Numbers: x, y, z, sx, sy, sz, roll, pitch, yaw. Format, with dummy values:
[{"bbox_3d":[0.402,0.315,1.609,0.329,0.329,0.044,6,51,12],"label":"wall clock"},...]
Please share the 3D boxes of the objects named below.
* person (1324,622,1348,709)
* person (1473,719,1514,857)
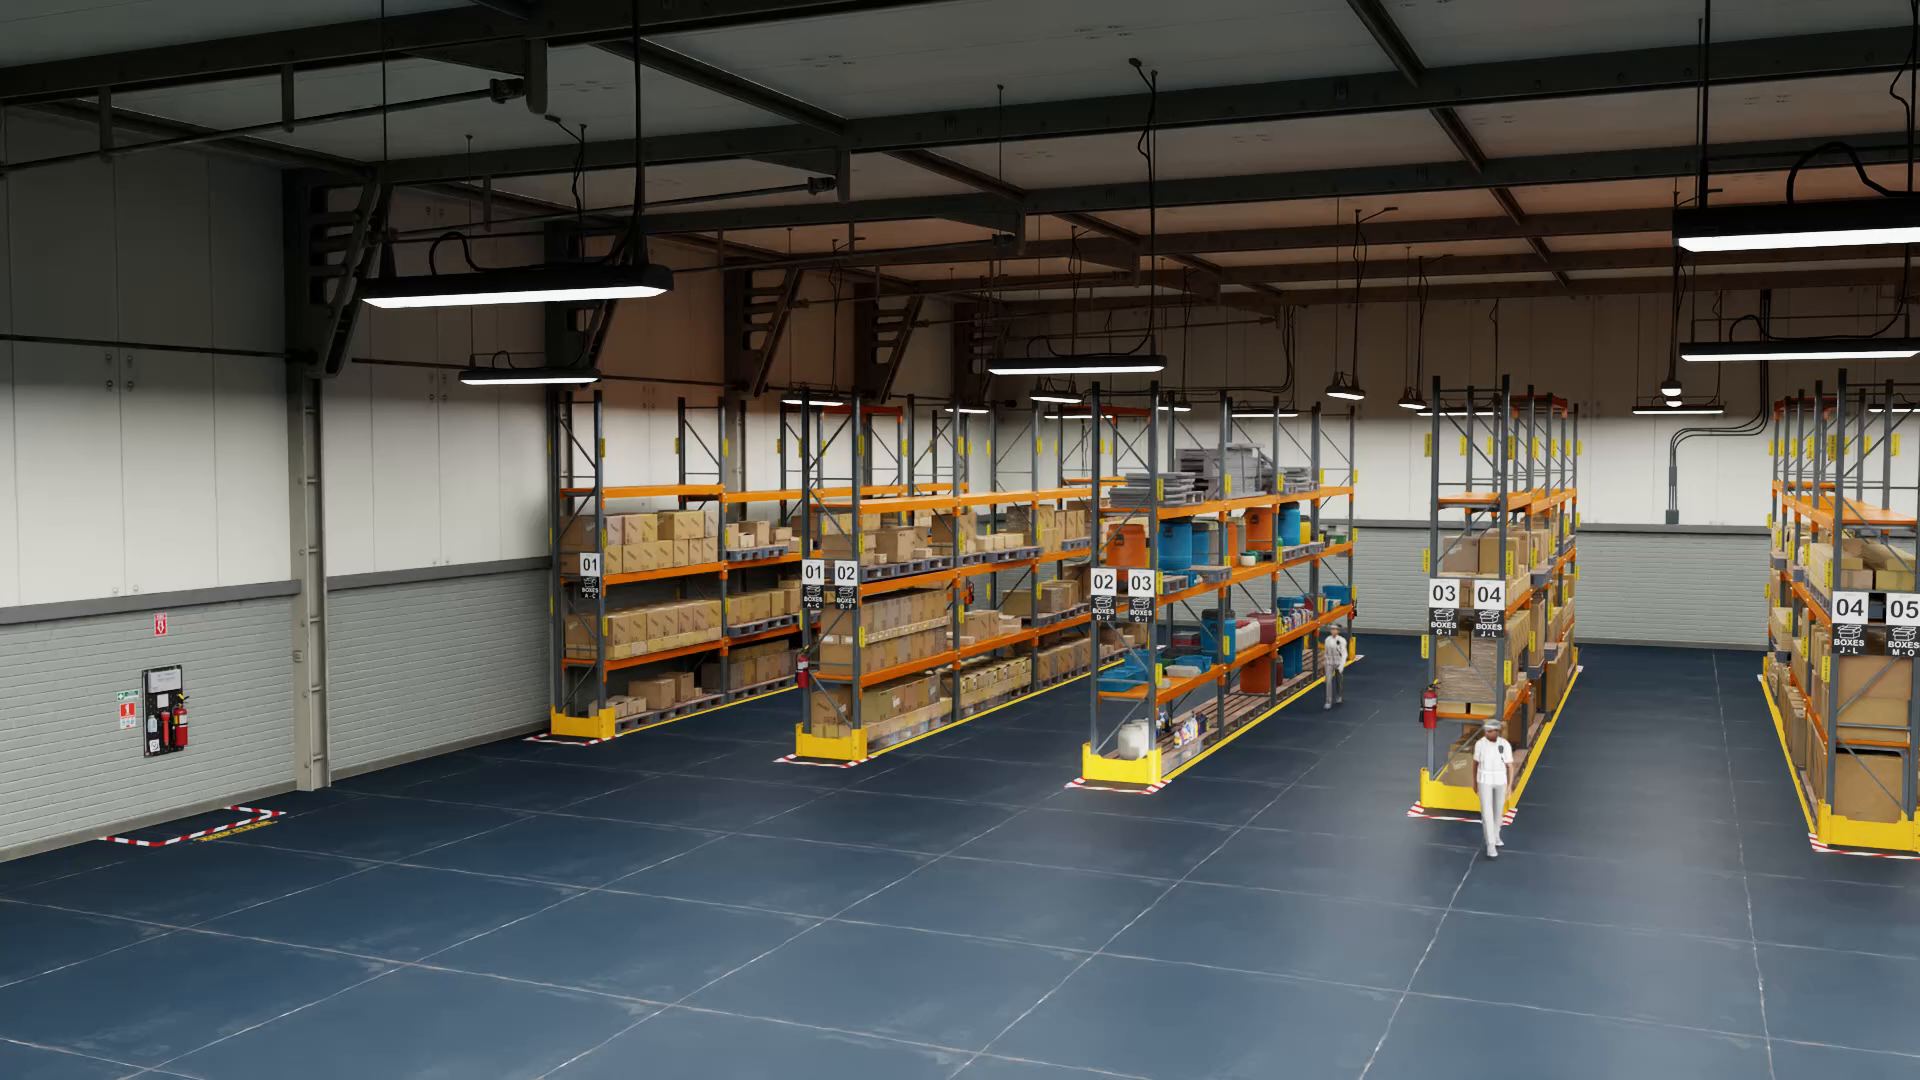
[{"bbox_3d":[7.247,2.390,32.056,0.444,1.623,1.052,1,3,14],"label":"person"},{"bbox_3d":[6.600,3.025,20.571,0.474,1.634,0.928,1,3,12],"label":"person"}]
